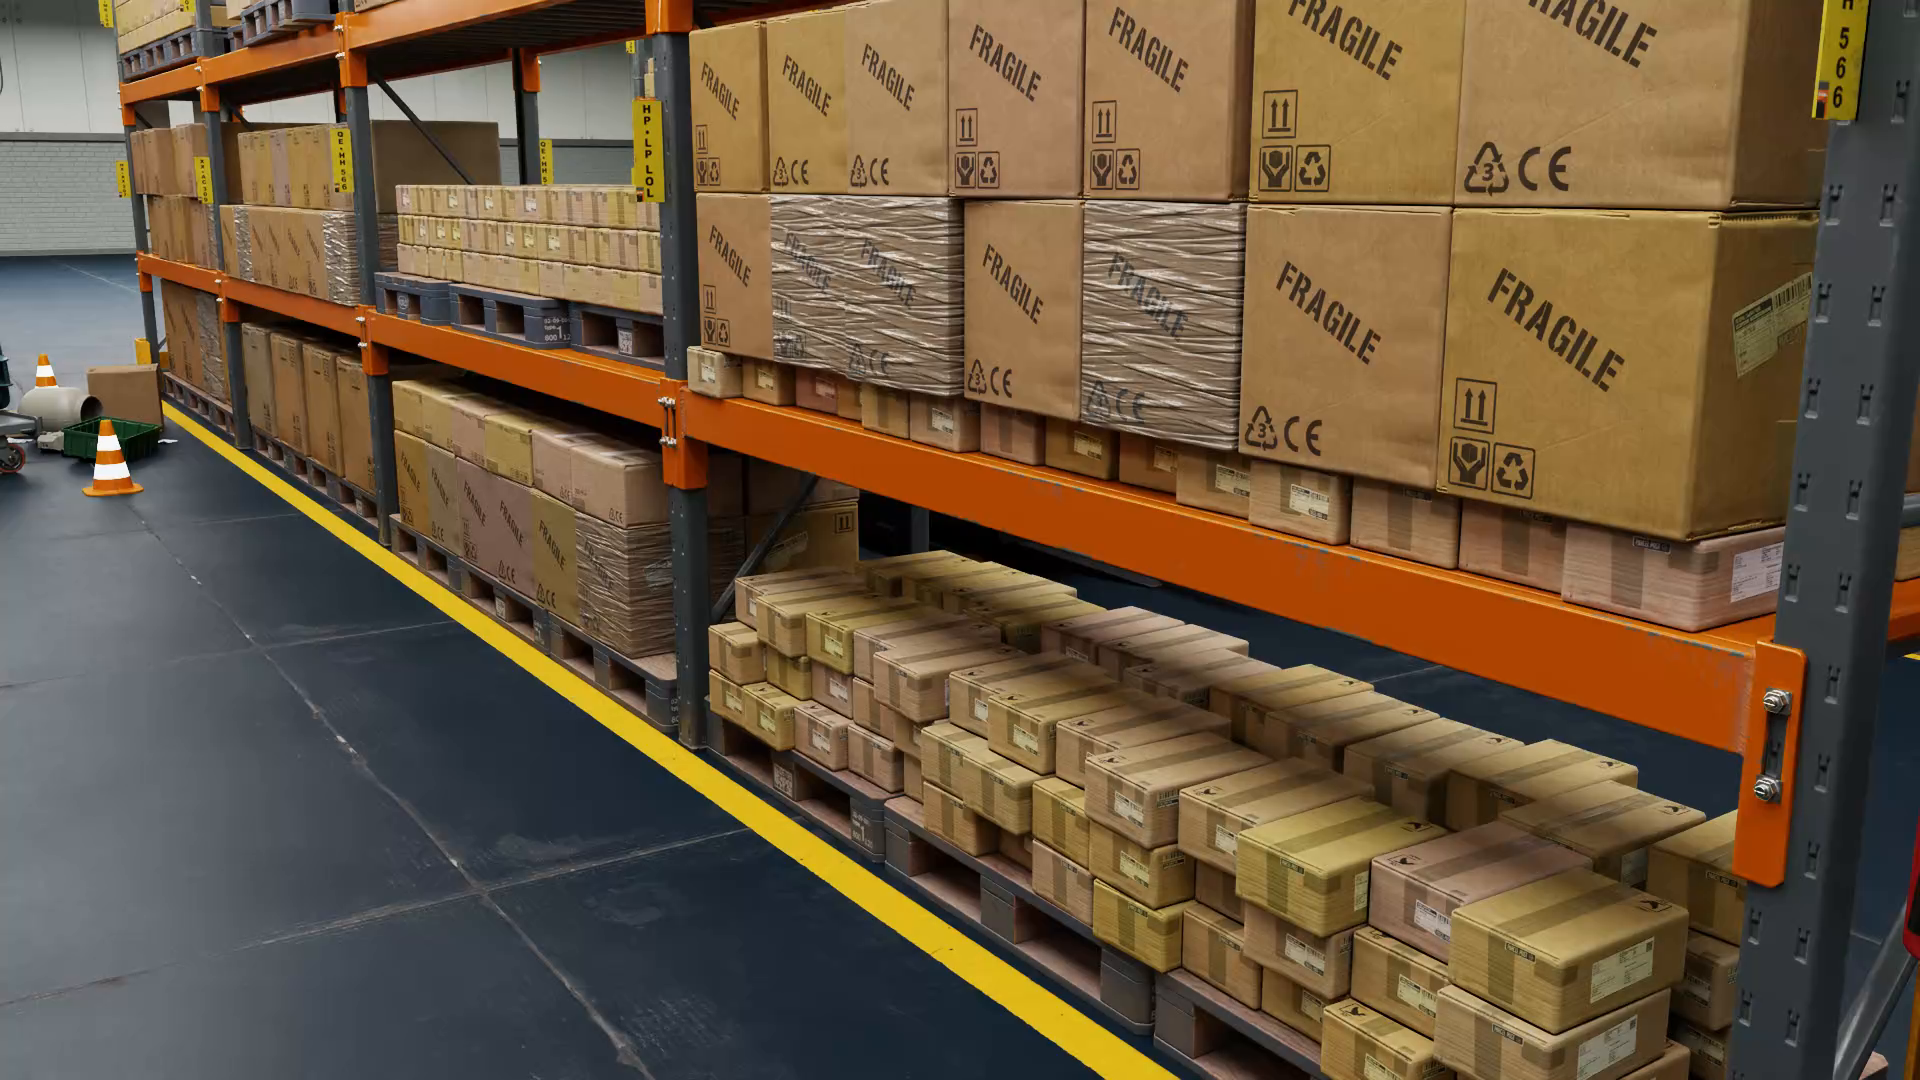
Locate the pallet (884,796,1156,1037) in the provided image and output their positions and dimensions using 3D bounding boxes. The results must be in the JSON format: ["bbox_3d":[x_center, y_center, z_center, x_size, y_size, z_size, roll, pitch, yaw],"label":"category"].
[{"bbox_3d":[0.516,0.916,4.679,1.003,0.211,1.213,-8,15,-33],"label":"pallet"}]

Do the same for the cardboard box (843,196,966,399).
[{"bbox_3d":[0.029,-0.674,4.492,0.500,0.500,0.500,-8,15,-34],"label":"cardboard box"}]

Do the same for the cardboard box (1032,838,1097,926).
[{"bbox_3d":[0.408,0.829,4.239,0.380,0.149,0.250,-8,15,-32],"label":"cardboard box"}]

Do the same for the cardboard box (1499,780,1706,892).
[{"bbox_3d":[1.391,0.661,3.613,0.380,0.149,0.250,-8,15,-32],"label":"cardboard box"}]

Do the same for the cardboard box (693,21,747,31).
[{"bbox_3d":[-2.431,-5.090,16.493,0.500,0.500,0.500,-8,15,-33],"label":"cardboard box"}]

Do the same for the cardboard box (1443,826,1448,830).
[{"bbox_3d":[1.209,0.705,4.113,0.380,0.149,0.250,-8,14,-31],"label":"cardboard box"}]

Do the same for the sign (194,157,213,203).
[{"bbox_3d":[-5.459,-2.597,12.005,0.100,0.325,0.005,-8,15,-33],"label":"sign"}]

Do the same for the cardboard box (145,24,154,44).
[{"bbox_3d":[-6.450,-4.141,13.626,0.380,0.149,0.250,-8,15,-32],"label":"cardboard box"}]

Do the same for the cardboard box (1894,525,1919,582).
[{"bbox_3d":[1.744,-0.041,3.116,0.380,0.149,0.250,-8,15,-33],"label":"cardboard box"}]

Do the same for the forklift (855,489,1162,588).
[{"bbox_3d":[0.333,-1.318,8.526,1.130,2.935,3.031,-8,14,-31],"label":"forklift"}]

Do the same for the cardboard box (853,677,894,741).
[{"bbox_3d":[-0.104,0.488,5.104,0.380,0.149,0.250,-9,15,-36],"label":"cardboard box"}]

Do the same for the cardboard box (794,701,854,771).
[{"bbox_3d":[-0.303,0.597,5.300,0.380,0.149,0.250,-8,15,-33],"label":"cardboard box"}]

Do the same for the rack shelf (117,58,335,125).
[{"bbox_3d":[-6.106,-3.671,13.790,1.077,0.370,4.000,-8,15,-33],"label":"rack shelf"}]

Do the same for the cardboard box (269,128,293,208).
[{"bbox_3d":[-4.151,-2.470,11.061,0.700,0.500,0.500,-8,15,-32],"label":"cardboard box"}]

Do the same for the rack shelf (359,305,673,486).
[{"bbox_3d":[-1.673,-0.783,7.604,1.077,0.370,4.000,-8,15,-33],"label":"rack shelf"}]

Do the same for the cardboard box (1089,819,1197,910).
[{"bbox_3d":[0.534,0.732,3.987,0.380,0.149,0.250,-8,15,-32],"label":"cardboard box"}]

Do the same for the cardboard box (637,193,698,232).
[{"bbox_3d":[-0.950,-1.200,6.040,0.380,0.149,0.250,-7,14,-30],"label":"cardboard box"}]

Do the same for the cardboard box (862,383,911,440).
[{"bbox_3d":[-0.053,-0.387,4.697,0.380,0.149,0.250,-8,15,-32],"label":"cardboard box"}]

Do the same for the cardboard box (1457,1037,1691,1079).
[{"bbox_3d":[1.186,1.051,3.223,0.380,0.149,0.250,-8,15,-32],"label":"cardboard box"}]

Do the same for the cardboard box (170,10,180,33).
[{"bbox_3d":[-5.750,-3.916,12.595,0.380,0.149,0.250,-8,15,-32],"label":"cardboard box"}]

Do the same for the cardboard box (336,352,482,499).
[{"bbox_3d":[-3.044,-0.715,9.894,1.050,0.750,0.750,-8,15,-34],"label":"cardboard box"}]

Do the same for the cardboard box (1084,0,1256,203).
[{"bbox_3d":[0.614,-0.983,3.566,0.500,0.500,0.500,-7,14,-30],"label":"cardboard box"}]

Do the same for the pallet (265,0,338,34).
[{"bbox_3d":[-3.182,-2.971,9.349,1.213,0.211,1.003,-7,14,-30],"label":"pallet"}]

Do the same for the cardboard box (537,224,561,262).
[{"bbox_3d":[-1.530,-1.240,6.917,0.380,0.149,0.250,-9,15,-36],"label":"cardboard box"}]

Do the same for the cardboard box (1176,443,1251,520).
[{"bbox_3d":[0.695,-0.154,3.630,0.380,0.149,0.250,-9,15,-35],"label":"cardboard box"}]

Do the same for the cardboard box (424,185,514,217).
[{"bbox_3d":[-2.403,-1.666,8.173,0.380,0.149,0.250,-8,15,-33],"label":"cardboard box"}]

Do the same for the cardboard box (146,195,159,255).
[{"bbox_3d":[-6.971,-2.925,15.367,0.875,0.550,0.550,-8,15,-33],"label":"cardboard box"}]

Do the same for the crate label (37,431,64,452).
[{"bbox_3d":[-6.702,-0.732,12.390,0.250,0.136,0.298,4,13,16],"label":"crate label"}]

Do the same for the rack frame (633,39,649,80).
[{"bbox_3d":[-3.029,-6.413,17.622,1.000,3.000,0.127,-8,15,-33],"label":"rack frame"}]

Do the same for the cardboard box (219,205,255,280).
[{"bbox_3d":[-4.930,-2.125,11.823,0.500,0.500,0.500,-8,15,-32],"label":"cardboard box"}]

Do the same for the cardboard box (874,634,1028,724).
[{"bbox_3d":[-0.026,0.398,4.819,0.380,0.149,0.250,-8,15,-32],"label":"cardboard box"}]

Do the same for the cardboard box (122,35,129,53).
[{"bbox_3d":[-7.149,-4.365,14.652,0.380,0.149,0.250,-8,15,-32],"label":"cardboard box"}]

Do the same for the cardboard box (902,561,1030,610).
[{"bbox_3d":[0.023,0.191,5.762,0.380,0.149,0.250,-8,15,-32],"label":"cardboard box"}]

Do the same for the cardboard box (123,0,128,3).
[{"bbox_3d":[-7.014,-4.712,14.370,0.380,0.149,0.250,-8,15,-34],"label":"cardboard box"}]

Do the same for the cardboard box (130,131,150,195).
[{"bbox_3d":[-7.041,-3.443,15.206,0.875,0.550,0.550,-8,15,-33],"label":"cardboard box"}]

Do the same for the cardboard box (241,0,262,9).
[{"bbox_3d":[-4.438,-3.518,10.778,0.380,0.149,0.250,-8,15,-33],"label":"cardboard box"}]

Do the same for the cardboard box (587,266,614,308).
[{"bbox_3d":[-1.231,-0.999,6.513,0.380,0.149,0.250,-8,15,-33],"label":"cardboard box"}]

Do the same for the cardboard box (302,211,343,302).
[{"bbox_3d":[-3.530,-1.676,9.771,0.500,0.500,0.500,-8,15,-33],"label":"cardboard box"}]

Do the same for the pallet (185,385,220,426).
[{"bbox_3d":[-6.034,-1.201,14.359,1.003,0.211,1.213,-8,15,-33],"label":"pallet"}]

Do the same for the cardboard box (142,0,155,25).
[{"bbox_3d":[-6.320,-4.319,13.506,0.500,0.250,0.500,-8,15,-33],"label":"cardboard box"}]

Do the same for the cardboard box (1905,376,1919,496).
[{"bbox_3d":[1.632,-0.374,3.120,0.500,0.500,0.500,-7,14,-30],"label":"cardboard box"}]

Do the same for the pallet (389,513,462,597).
[{"bbox_3d":[-2.350,0.011,8.816,1.003,0.211,1.213,-8,15,-33],"label":"pallet"}]

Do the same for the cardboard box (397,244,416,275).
[{"bbox_3d":[-2.702,-1.469,8.663,0.380,0.149,0.250,-8,15,-34],"label":"cardboard box"}]

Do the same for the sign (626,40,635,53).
[{"bbox_3d":[-3.480,-5.310,17.555,0.100,0.325,0.005,-8,15,-33],"label":"sign"}]

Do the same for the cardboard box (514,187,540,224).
[{"bbox_3d":[-1.672,-1.432,7.101,0.380,0.149,0.250,-9,15,-35],"label":"cardboard box"}]

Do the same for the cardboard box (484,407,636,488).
[{"bbox_3d":[-1.767,-0.417,7.359,0.500,0.250,0.500,-9,15,-35],"label":"cardboard box"}]

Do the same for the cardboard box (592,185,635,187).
[{"bbox_3d":[-1.566,-1.648,8.089,0.380,0.149,0.250,-8,15,-33],"label":"cardboard box"}]

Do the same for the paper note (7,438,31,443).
[{"bbox_3d":[-7.273,-0.772,12.839,0.172,0.023,0.155,-3,13,-13],"label":"paper note"}]

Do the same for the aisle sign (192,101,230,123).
[{"bbox_3d":[-7.003,-4.231,15.603,0.394,0.787,0.004,-8,15,-33],"label":"aisle sign"}]

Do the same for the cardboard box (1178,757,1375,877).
[{"bbox_3d":[0.715,0.629,3.760,0.380,0.149,0.250,-9,15,-35],"label":"cardboard box"}]

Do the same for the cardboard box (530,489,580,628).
[{"bbox_3d":[-1.469,0.044,7.006,0.500,0.500,0.500,-9,15,-34],"label":"cardboard box"}]

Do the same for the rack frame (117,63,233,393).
[{"bbox_3d":[-7.214,-2.913,15.660,1.000,3.000,0.127,-8,15,-33],"label":"rack frame"}]

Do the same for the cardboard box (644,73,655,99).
[{"bbox_3d":[-2.977,-4.758,17.427,0.500,0.250,0.500,-8,14,-31],"label":"cardboard box"}]

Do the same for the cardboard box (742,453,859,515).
[{"bbox_3d":[-0.755,-0.292,6.787,0.500,0.250,0.500,-9,15,-35],"label":"cardboard box"}]

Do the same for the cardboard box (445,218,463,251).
[{"bbox_3d":[-2.238,-1.468,7.963,0.380,0.149,0.250,-8,15,-33],"label":"cardboard box"}]

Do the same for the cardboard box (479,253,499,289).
[{"bbox_3d":[-1.965,-1.233,7.586,0.380,0.149,0.250,-8,15,-32],"label":"cardboard box"}]

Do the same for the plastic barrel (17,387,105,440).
[{"bbox_3d":[-6.903,-0.963,12.775,0.512,0.421,0.421,1,12,6],"label":"plastic barrel"}]

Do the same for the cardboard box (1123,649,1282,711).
[{"bbox_3d":[0.679,0.431,4.666,0.380,0.149,0.250,-8,15,-33],"label":"cardboard box"}]
